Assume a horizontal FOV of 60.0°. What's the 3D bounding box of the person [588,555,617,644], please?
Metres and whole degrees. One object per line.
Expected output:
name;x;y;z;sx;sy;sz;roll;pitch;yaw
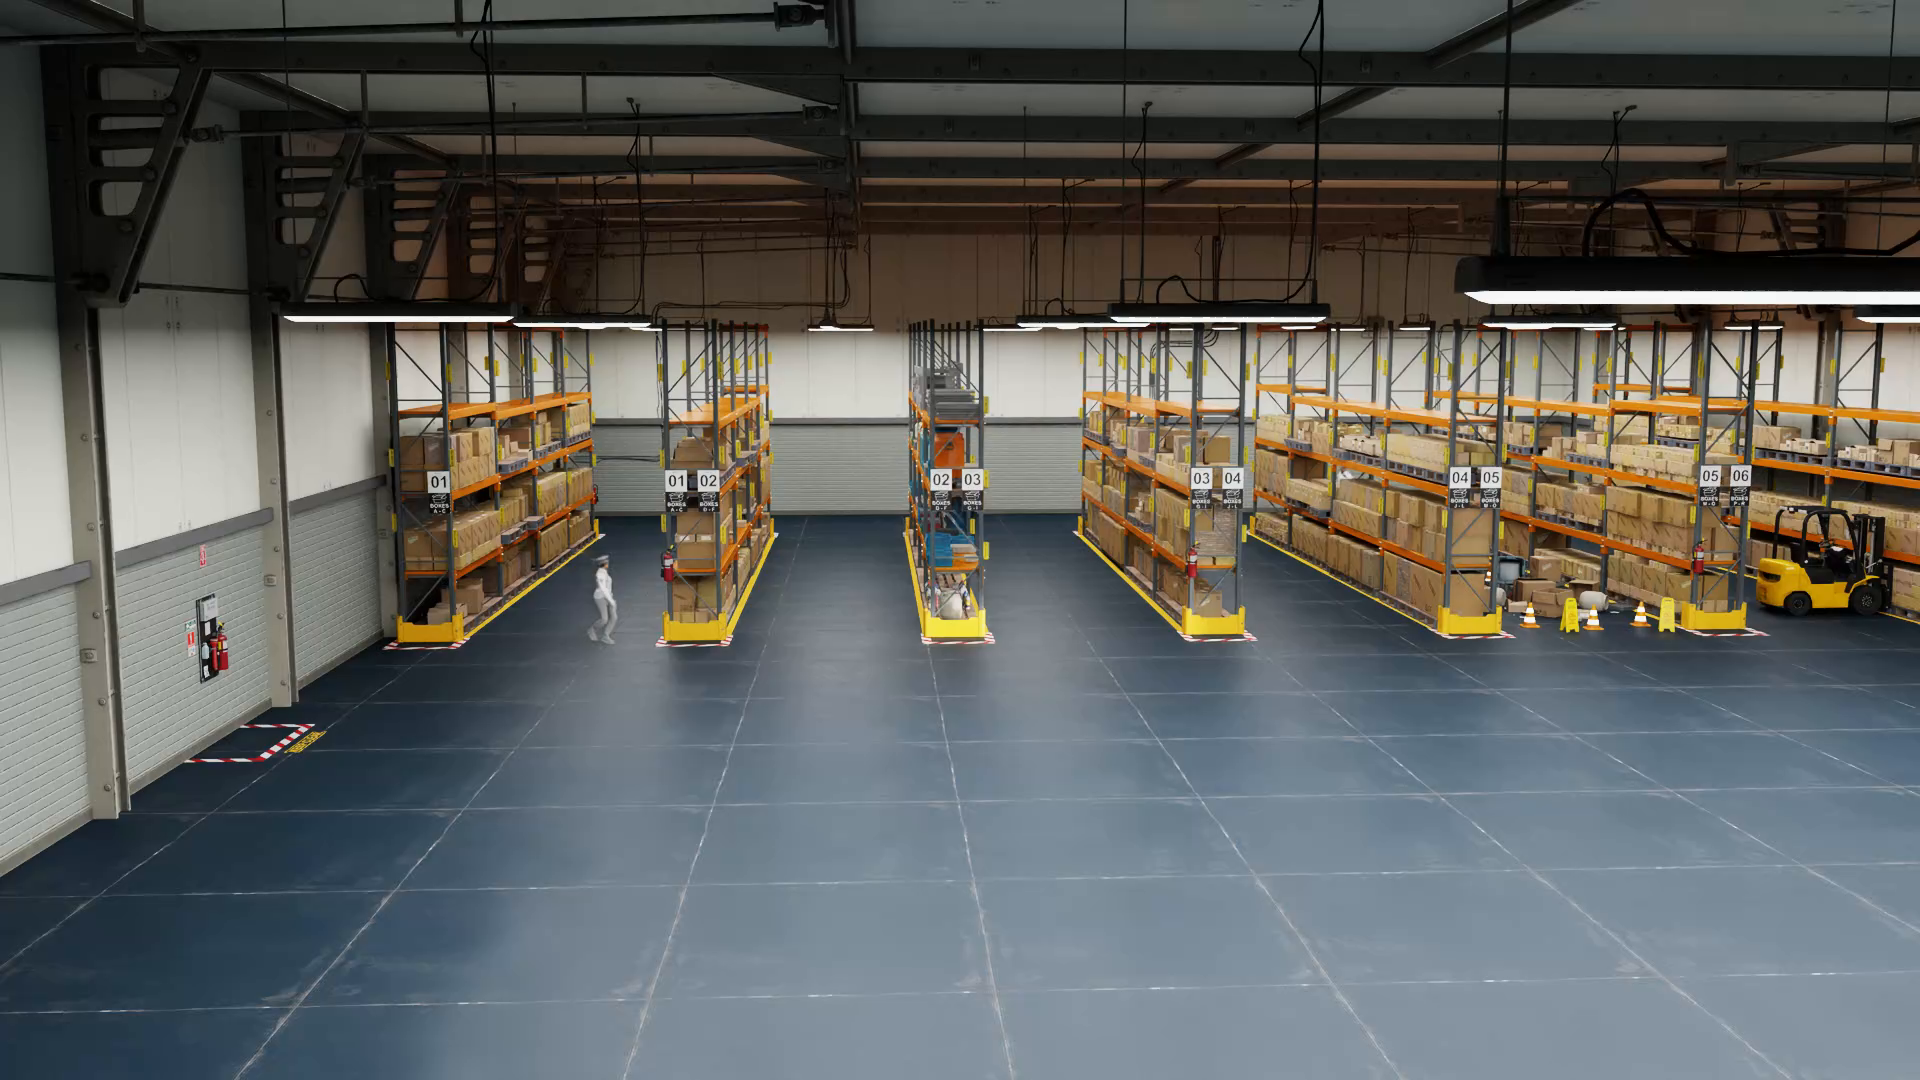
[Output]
person;-6.610;1.111;30.909;0.648;1.648;0.543;2;7;15

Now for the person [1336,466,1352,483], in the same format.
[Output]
person;11.904;-1.529;51.623;0.749;1.721;0.594;-5;9;-36
